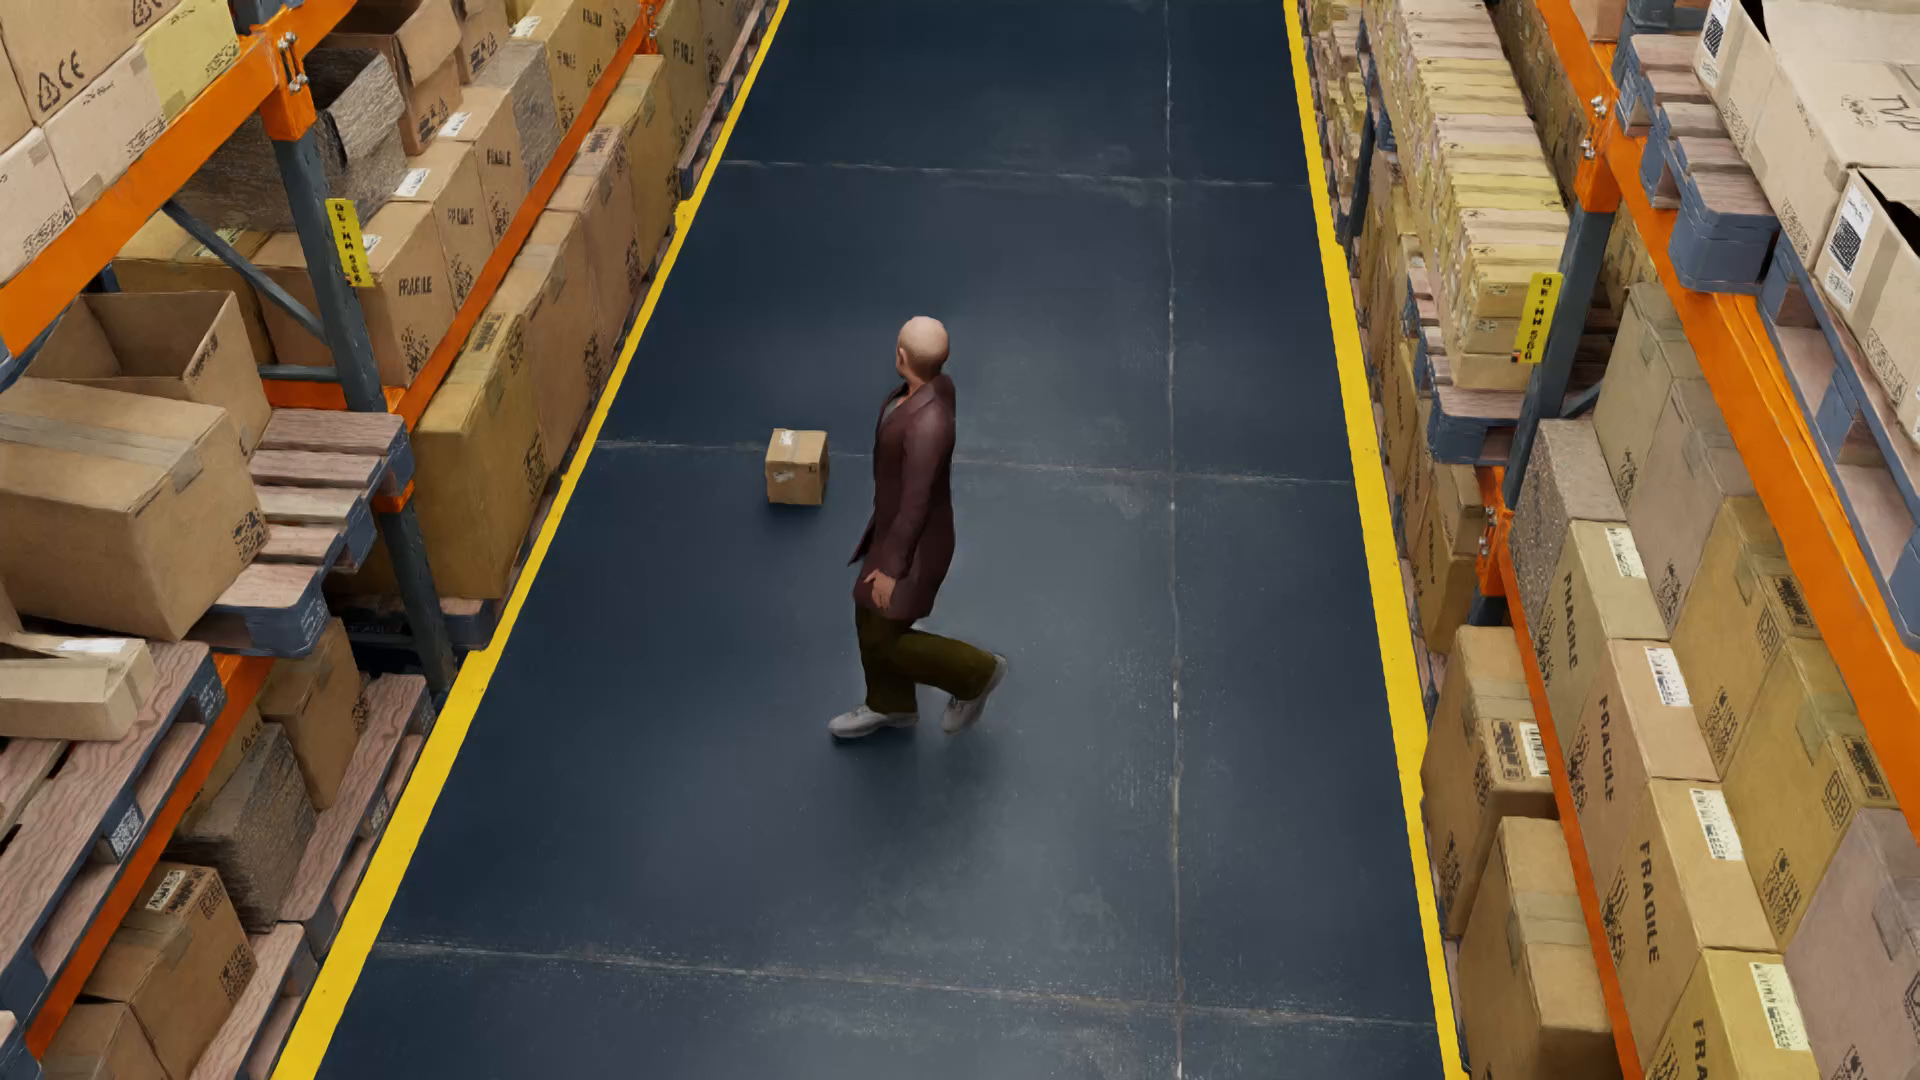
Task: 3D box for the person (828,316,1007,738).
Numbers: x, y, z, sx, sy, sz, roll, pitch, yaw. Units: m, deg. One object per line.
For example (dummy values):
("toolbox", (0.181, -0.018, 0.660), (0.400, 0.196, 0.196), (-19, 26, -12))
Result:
("person", (-0.186, -0.023, 6.230), (0.713, 1.734, 0.632), (-3, 40, -4))
